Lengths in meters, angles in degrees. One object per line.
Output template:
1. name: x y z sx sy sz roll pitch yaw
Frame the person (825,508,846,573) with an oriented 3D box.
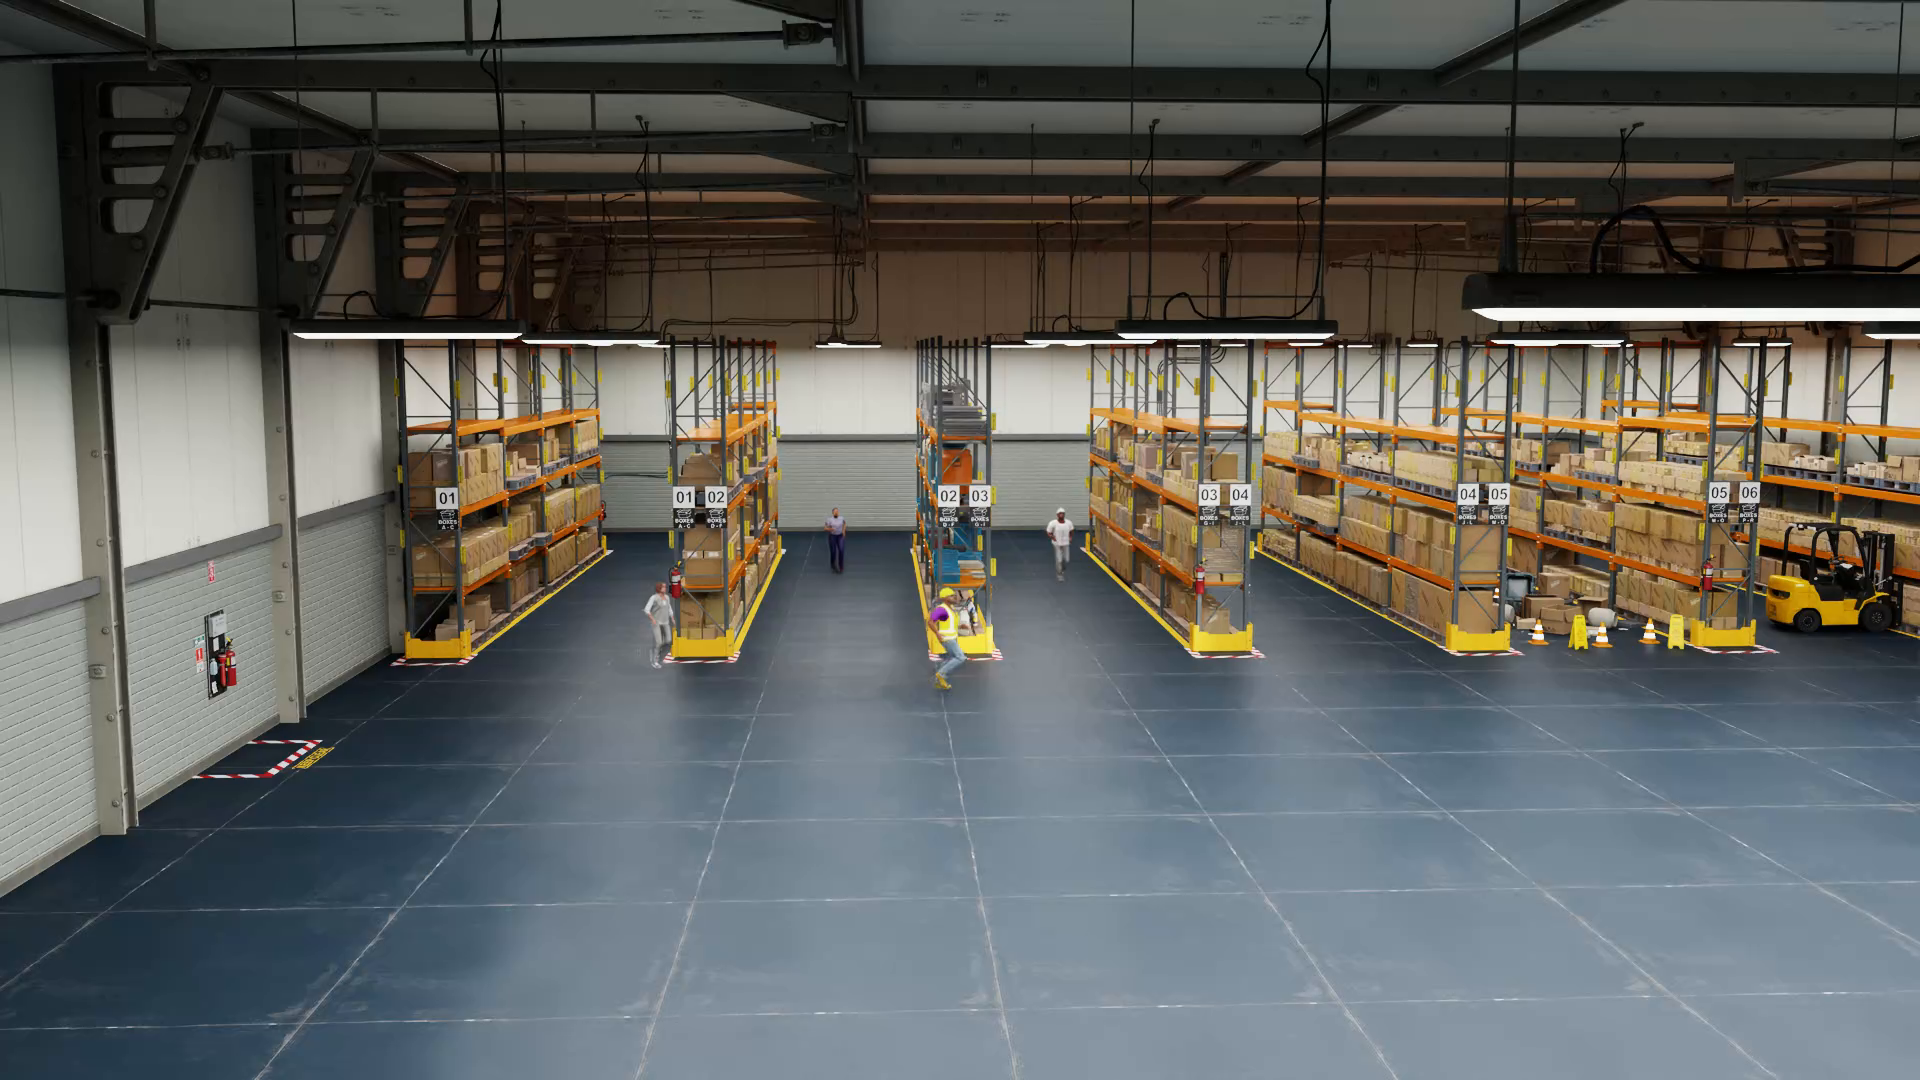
1. person: -3.231 0.001 43.247 0.593 1.704 0.816 -1 7 -11

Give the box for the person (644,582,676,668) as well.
1. person: -5.418 1.541 30.207 0.602 1.552 0.458 -6 9 -41

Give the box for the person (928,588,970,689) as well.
1. person: -0.158 1.666 28.072 0.632 1.723 0.686 2 7 14

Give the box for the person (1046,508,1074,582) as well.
1. person: 2.404 0.133 39.225 0.713 1.769 0.557 -1 7 -12
